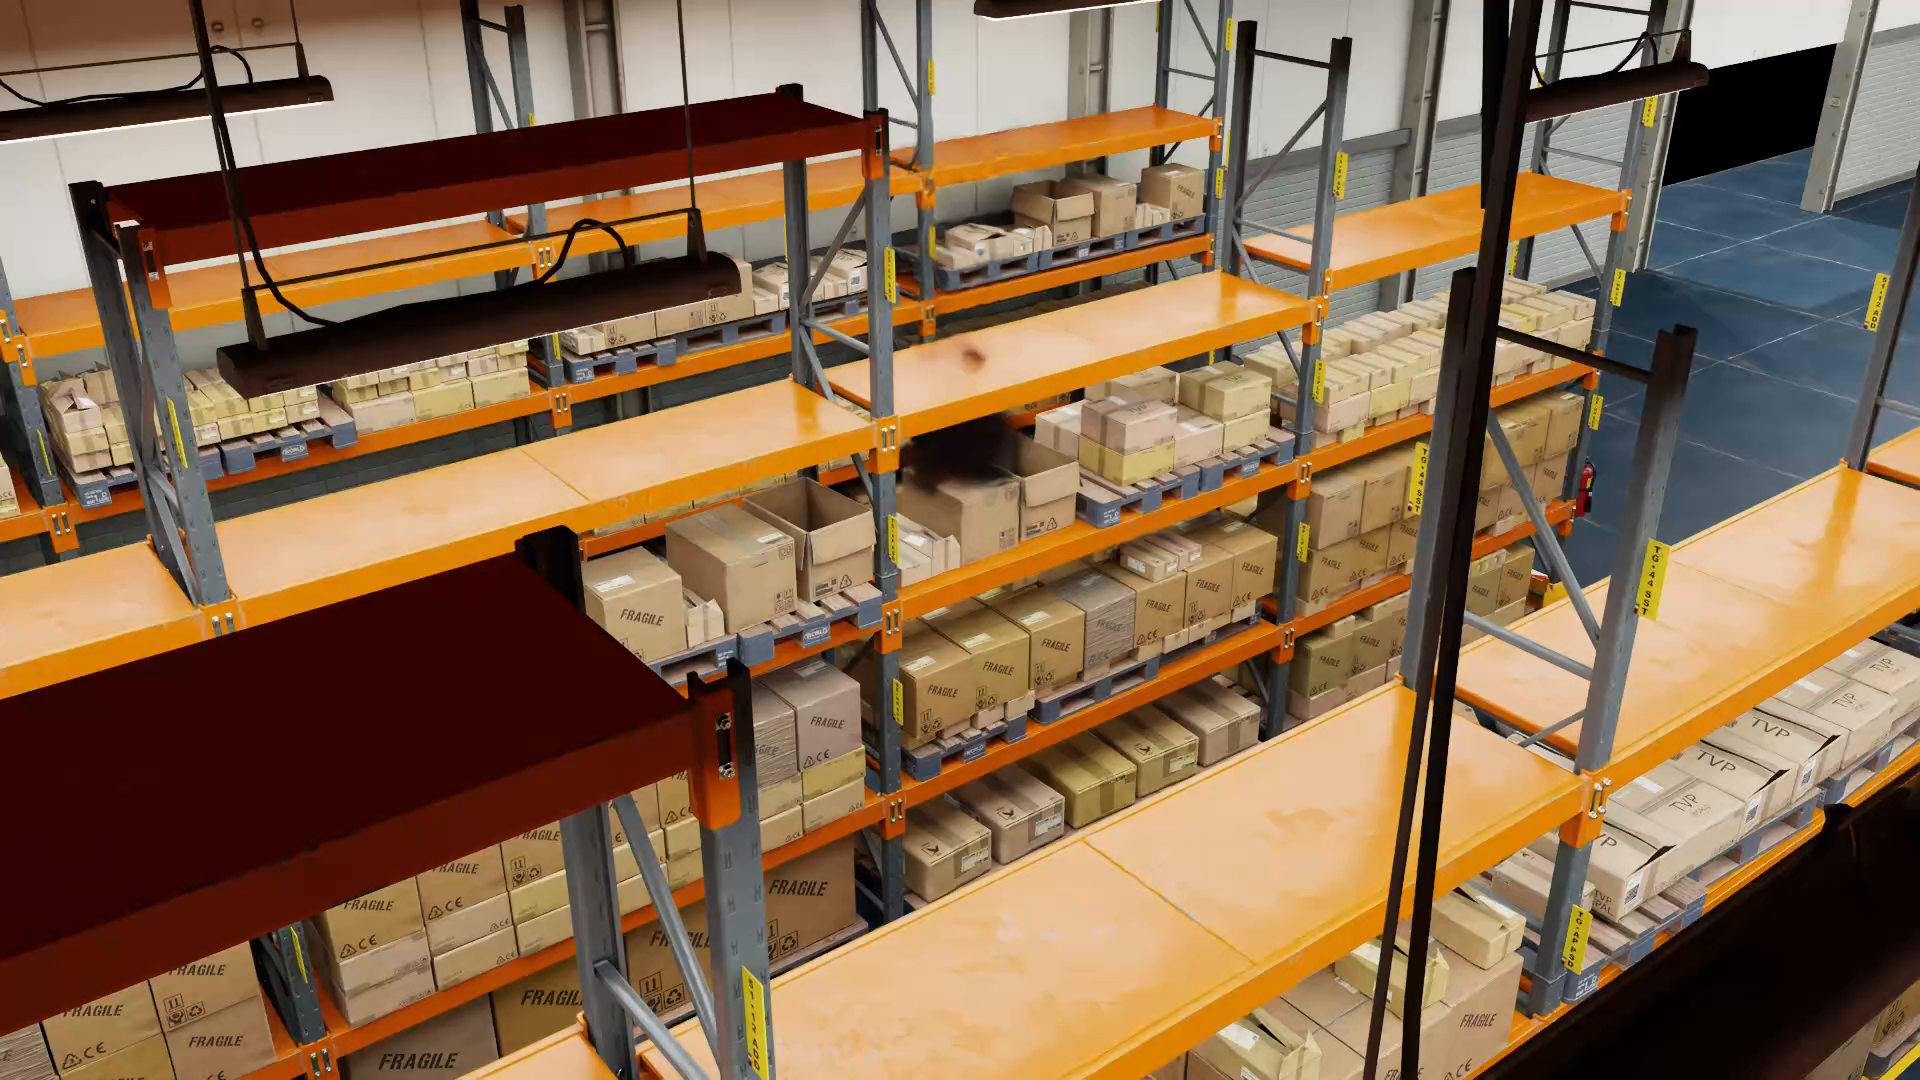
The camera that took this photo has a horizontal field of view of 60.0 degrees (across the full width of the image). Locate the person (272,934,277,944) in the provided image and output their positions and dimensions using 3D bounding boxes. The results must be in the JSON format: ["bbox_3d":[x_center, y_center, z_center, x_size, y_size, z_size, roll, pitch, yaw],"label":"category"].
[{"bbox_3d":[-5.182,2.427,11.183,0.663,1.784,0.871,24,35,39],"label":"person"}]
